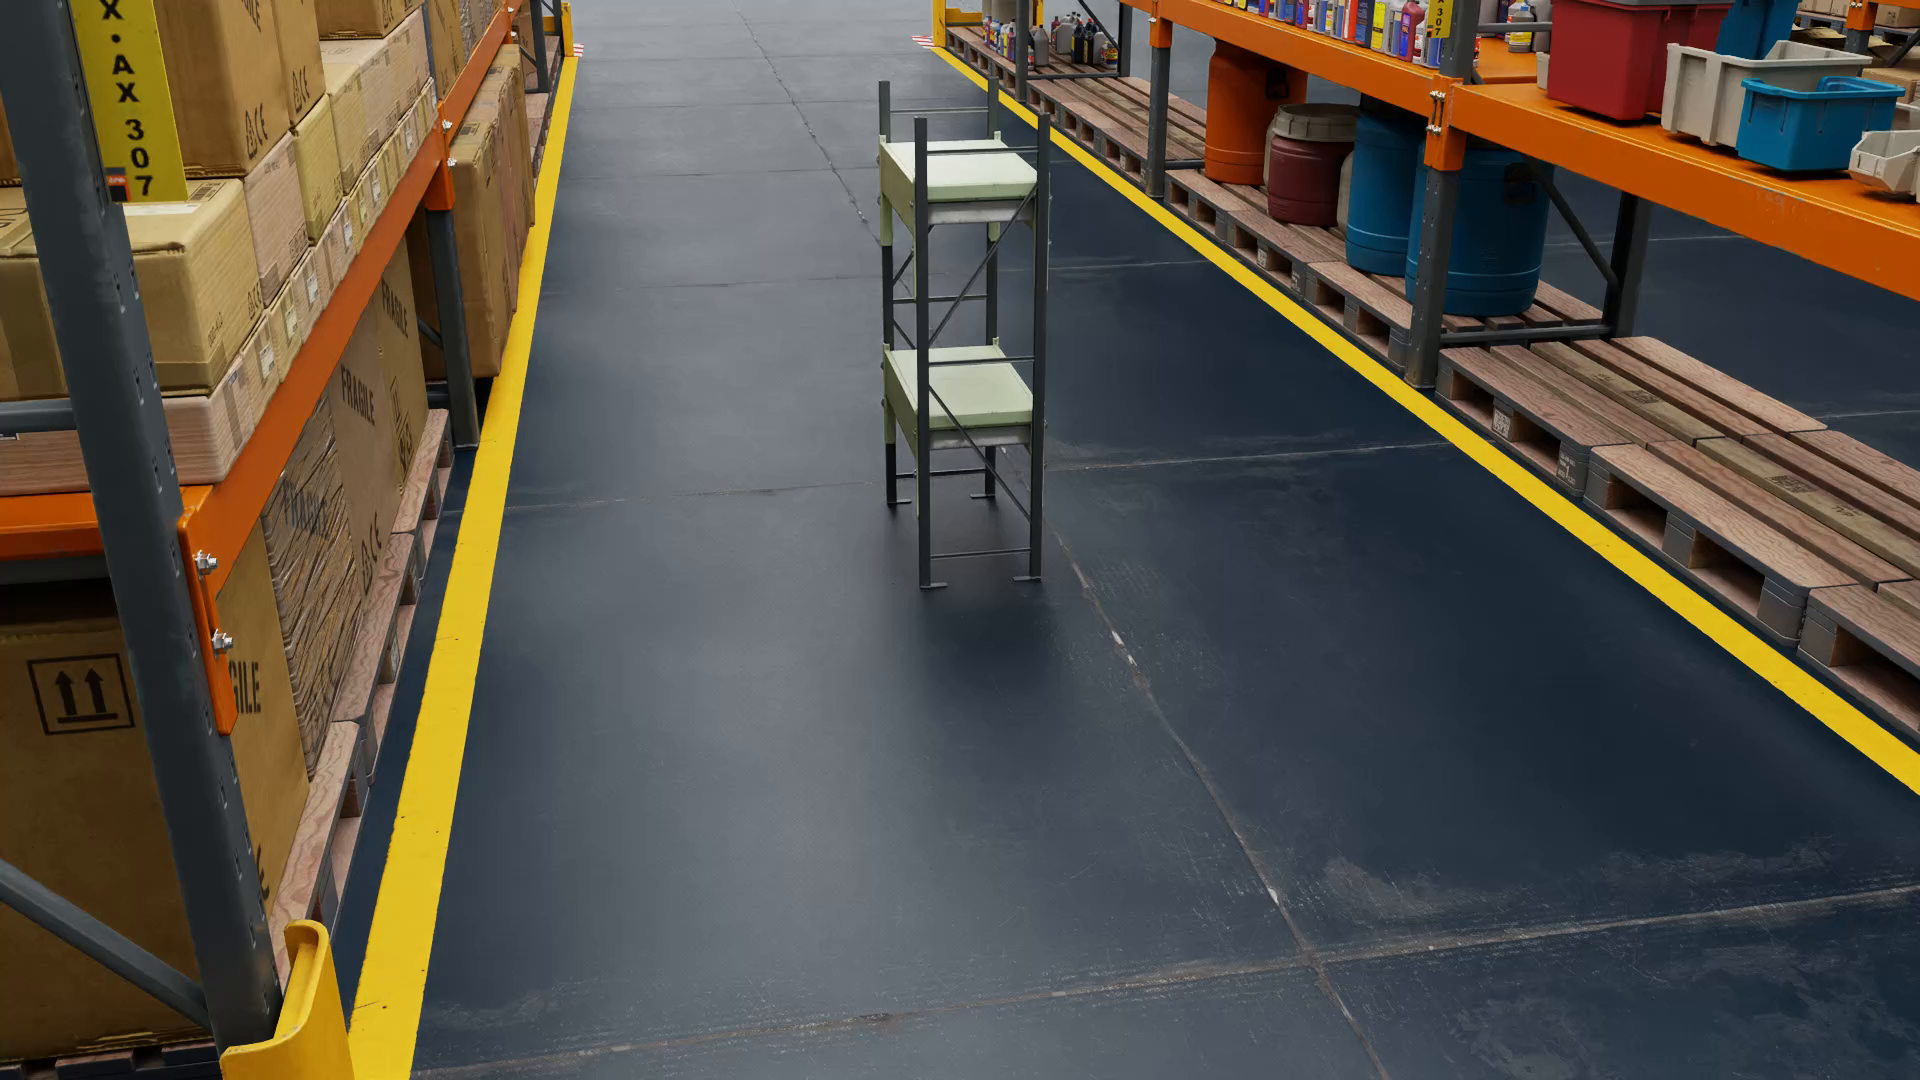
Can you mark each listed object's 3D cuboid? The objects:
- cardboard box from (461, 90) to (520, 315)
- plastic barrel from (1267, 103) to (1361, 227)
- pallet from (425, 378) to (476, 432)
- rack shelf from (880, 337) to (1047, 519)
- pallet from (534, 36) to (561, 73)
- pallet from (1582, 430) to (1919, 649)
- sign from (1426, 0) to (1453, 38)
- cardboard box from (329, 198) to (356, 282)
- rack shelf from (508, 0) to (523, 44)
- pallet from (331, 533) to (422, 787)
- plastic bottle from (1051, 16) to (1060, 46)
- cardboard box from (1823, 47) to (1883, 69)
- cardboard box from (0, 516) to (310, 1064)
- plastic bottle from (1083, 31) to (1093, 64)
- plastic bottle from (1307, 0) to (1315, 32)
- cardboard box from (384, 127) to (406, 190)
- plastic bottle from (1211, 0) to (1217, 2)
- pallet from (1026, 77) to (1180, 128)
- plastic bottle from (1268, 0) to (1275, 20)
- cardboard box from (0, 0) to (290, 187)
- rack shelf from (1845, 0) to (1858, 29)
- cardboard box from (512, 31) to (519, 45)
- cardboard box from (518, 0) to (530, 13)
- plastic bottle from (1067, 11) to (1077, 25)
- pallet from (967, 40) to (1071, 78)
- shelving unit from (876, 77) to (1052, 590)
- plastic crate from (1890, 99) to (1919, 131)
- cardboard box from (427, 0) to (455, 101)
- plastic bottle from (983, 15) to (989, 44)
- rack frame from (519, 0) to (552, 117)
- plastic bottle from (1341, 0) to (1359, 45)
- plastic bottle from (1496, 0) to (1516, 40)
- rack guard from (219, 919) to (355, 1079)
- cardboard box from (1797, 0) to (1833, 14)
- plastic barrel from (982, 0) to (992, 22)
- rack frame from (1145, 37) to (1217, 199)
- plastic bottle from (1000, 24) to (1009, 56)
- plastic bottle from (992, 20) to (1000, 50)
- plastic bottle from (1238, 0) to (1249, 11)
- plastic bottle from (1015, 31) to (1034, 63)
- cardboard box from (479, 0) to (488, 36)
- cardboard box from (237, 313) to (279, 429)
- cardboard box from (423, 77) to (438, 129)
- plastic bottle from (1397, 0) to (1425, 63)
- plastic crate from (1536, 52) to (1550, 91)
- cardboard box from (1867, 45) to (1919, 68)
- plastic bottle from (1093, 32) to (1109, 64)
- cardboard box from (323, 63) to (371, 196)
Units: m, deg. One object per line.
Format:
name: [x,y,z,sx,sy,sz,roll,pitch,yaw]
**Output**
cardboard box: [-2.709,-1.539,7.656,1.225,0.875,0.875,-5,24,-12]
plastic barrel: [2.039,-2.110,9.322,0.600,0.588,0.708,-4,24,-10]
pallet: [-2.622,-0.738,7.177,1.003,0.211,1.213,-4,24,-10]
rack shelf: [-0.001,-0.391,5.586,0.431,0.370,0.720,-4,24,-10]
pallet: [-4.495,-4.809,16.496,1.003,0.211,1.213,-4,24,-10]
pallet: [2.866,-0.040,5.578,1.003,0.211,1.213,-4,24,-10]
sign: [1.921,-2.172,6.629,0.100,0.325,0.005,-4,24,-10]
cardboard box: [-1.647,-0.700,3.918,0.380,0.149,0.250,-5,24,-10]
rack shelf: [-3.515,-3.749,11.484,1.077,0.370,4.000,-4,24,-10]
pallet: [-2.112,0.345,4.696,1.003,0.211,1.213,-4,24,-10]
plastic bottle: [0.929,-4.963,16.209,0.061,0.283,0.133,-4,24,-10]
cardboard box: [6.253,-3.401,11.999,0.500,0.311,0.500,-4,24,-8]
cardboard box: [-1.862,0.390,3.238,0.875,0.875,0.875,-4,24,-10]
plastic bottle: [1.164,-4.463,15.066,0.061,0.283,0.133,-4,24,-10]
plastic bottle: [1.795,-2.655,8.329,0.097,0.201,0.097,0,24,0]
cardboard box: [-1.836,-1.103,4.841,0.380,0.149,0.250,-4,24,-9]
plastic bottle: [1.501,-3.278,9.654,0.061,0.283,0.133,-4,24,-10]
pallet: [1.166,-3.648,13.838,1.003,0.211,1.213,-4,24,-10]
plastic bottle: [1.693,-2.903,8.811,0.097,0.271,0.097,0,24,0]
cardboard box: [-1.581,-0.962,3.083,0.500,0.500,0.500,-5,24,-11]
rack shelf: [6.222,-4.480,13.160,1.077,0.370,4.000,-4,24,-10]
cardboard box: [-3.792,-3.678,12.997,0.700,0.500,0.500,-6,24,-14]
cardboard box: [-4.284,-4.758,15.496,0.500,0.500,0.500,-2,24,-5]
plastic bottle: [1.094,-4.882,15.941,0.144,0.351,0.185,-3,24,-8]
pallet: [0.671,-4.702,16.252,1.003,0.211,1.213,-4,24,-10]
shelving unit: [-0.001,-0.690,5.456,0.431,1.500,0.755,-4,24,-10]
plastic crate: [3.080,-1.329,5.300,0.293,0.136,0.466,-4,24,-10]
cardboard box: [-2.244,-1.964,6.373,0.500,0.500,0.500,-4,24,-10]
plastic bottle: [0.272,-5.020,16.356,0.097,0.271,0.097,0,24,0]
rack frame: [-3.884,-4.865,13.142,1.000,3.000,0.127,-4,24,-10]
plastic bottle: [1.911,-2.501,7.884,0.152,0.276,0.135,-4,24,-10]
plastic bottle: [2.650,-2.557,8.002,0.061,0.283,0.133,-4,24,-10]
rack guard: [-1.661,1.010,2.813,1.175,0.500,0.348,-4,24,-10]
cardboard box: [10.019,-6.229,19.074,0.500,0.311,0.500,-7,25,-16]
plastic barrel: [0.440,-5.604,17.418,0.421,0.512,0.421,0,24,0]
rack frame: [1.723,-3.658,10.379,1.000,3.000,0.127,-4,24,-10]
plastic bottle: [0.459,-4.684,15.580,0.152,0.276,0.135,-4,24,-9]
plastic bottle: [0.354,-4.846,15.957,0.097,0.271,0.097,0,24,0]
plastic bottle: [1.593,-3.082,9.205,0.061,0.283,0.133,-4,24,-10]
plastic bottle: [0.581,-4.451,14.954,0.144,0.351,0.185,-5,24,-11]
cardboard box: [-2.624,-2.761,8.200,0.500,0.500,0.500,-5,24,-11]
cardboard box: [-1.456,-0.295,2.991,0.380,0.149,0.250,-5,24,-11]
cardboard box: [-2.027,-1.508,5.768,0.380,0.149,0.250,-4,24,-9]
plastic bottle: [1.984,-2.250,7.300,0.061,0.283,0.133,-4,24,-10]
plastic crate: [2.408,-1.798,6.374,0.396,0.136,0.243,-4,24,-10]
cardboard box: [6.783,-3.441,12.090,0.500,0.311,0.500,-4,24,-8]
plastic bottle: [1.268,-4.468,15.086,0.152,0.276,0.135,-3,24,-8]
cardboard box: [-1.782,-1.028,4.172,0.500,0.250,0.500,-5,24,-11]
